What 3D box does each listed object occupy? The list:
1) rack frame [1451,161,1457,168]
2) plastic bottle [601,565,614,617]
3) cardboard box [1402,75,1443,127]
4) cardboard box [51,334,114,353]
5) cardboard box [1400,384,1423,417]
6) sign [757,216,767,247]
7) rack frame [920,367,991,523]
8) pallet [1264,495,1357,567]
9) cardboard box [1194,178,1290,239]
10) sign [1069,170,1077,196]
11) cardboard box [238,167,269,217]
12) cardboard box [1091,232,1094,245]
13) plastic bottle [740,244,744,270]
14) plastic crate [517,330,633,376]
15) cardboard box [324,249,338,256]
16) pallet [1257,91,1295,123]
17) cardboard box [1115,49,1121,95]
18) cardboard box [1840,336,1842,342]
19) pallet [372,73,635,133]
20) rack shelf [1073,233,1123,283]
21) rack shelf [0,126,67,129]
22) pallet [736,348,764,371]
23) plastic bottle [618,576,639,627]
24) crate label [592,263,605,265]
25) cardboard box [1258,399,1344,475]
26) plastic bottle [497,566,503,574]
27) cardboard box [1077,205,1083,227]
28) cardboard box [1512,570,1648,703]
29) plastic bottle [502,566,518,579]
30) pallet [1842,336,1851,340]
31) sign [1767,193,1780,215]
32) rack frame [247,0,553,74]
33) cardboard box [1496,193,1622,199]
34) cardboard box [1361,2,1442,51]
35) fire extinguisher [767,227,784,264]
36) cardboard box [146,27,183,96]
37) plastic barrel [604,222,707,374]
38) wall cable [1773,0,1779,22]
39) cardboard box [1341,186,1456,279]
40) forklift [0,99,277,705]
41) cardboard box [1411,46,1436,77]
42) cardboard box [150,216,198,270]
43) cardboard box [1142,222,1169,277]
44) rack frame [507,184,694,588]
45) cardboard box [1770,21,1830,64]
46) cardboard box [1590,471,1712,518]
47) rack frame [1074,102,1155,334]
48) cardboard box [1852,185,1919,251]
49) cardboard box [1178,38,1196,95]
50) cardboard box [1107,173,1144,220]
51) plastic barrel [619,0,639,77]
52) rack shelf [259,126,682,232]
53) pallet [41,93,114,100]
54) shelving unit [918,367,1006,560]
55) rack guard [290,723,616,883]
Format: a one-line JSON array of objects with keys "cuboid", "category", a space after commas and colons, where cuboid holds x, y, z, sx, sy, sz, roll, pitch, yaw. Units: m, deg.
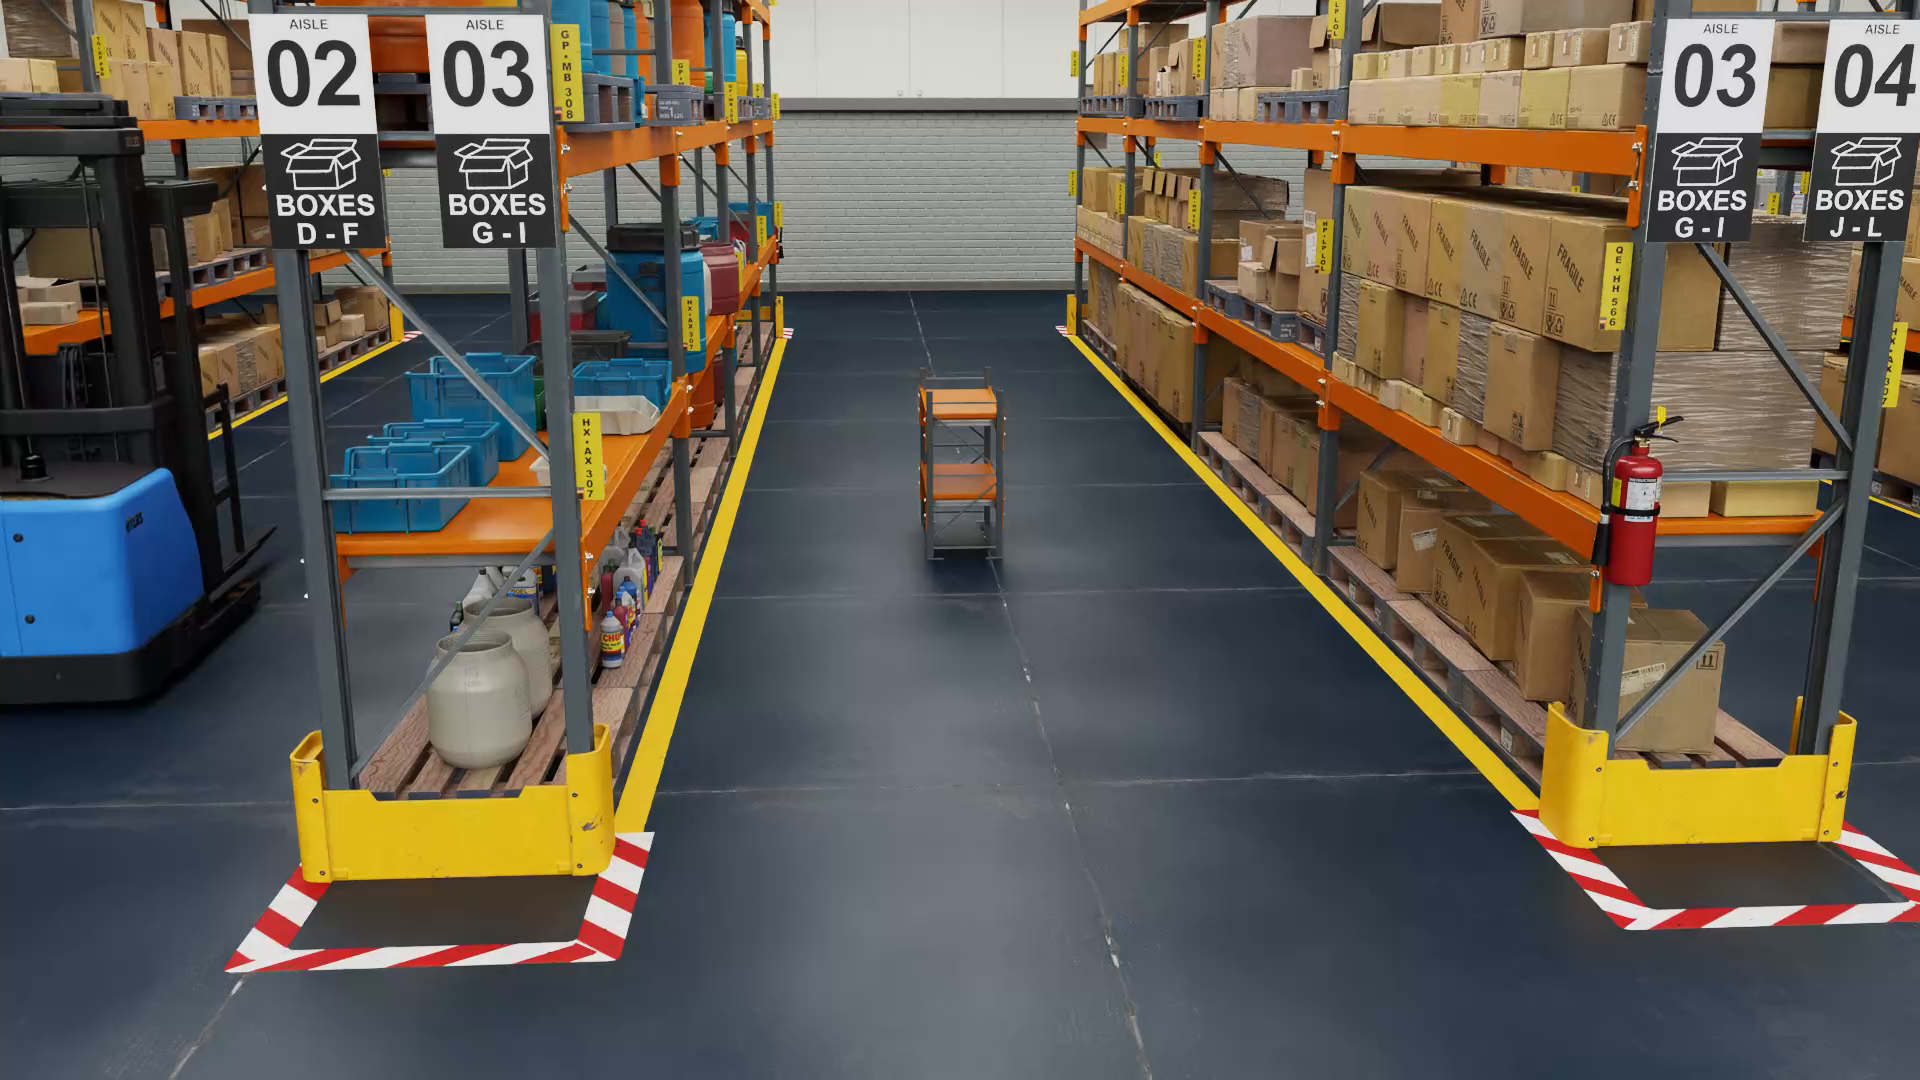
[{"cuboid": [6.987, -4.274, 22.116, 1.000, 3.000, 0.127, -1, 14, -3], "category": "rack frame"}, {"cuboid": [-1.910, 0.267, 9.037, 0.061, 0.283, 0.133, -1, 14, -3], "category": "plastic bottle"}, {"cuboid": [2.604, -2.247, 8.520, 0.500, 0.250, 0.500, -1, 15, -6], "category": "cardboard box"}, {"cuboid": [-7.661, -1.689, 14.700, 0.500, 0.250, 0.500, 0, 14, -1], "category": "cardboard box"}, {"cuboid": [2.589, -0.747, 8.916, 0.380, 0.149, 0.250, -1, 14, -3], "category": "cardboard box"}, {"cuboid": [-2.116, -3.293, 17.749, 0.100, 0.325, 0.005, -1, 14, -3], "category": "sign"}, {"cuboid": [-0.032, -0.673, 11.884, 0.500, 1.125, 0.032, -1, 14, -3], "category": "rack frame"}, {"cuboid": [2.724, -0.081, 11.417, 1.003, 0.211, 1.213, -1, 14, -3], "category": "pallet"}, {"cuboid": [2.497, -2.949, 14.754, 0.797, 0.503, 0.637, 0, 14, -2], "category": "cardboard box"}, {"cuboid": [1.476, -4.673, 21.771, 0.100, 0.325, 0.005, -1, 14, -3], "category": "sign"}, {"cuboid": [-7.358, -3.730, 17.795, 0.500, 0.500, 0.500, -1, 14, -2], "category": "cardboard box"}, {"cuboid": [1.805, -3.687, 20.342, 0.380, 0.149, 0.250, -1, 14, -4], "category": "cardboard box"}, {"cuboid": [-2.296, -2.907, 17.054, 0.152, 0.276, 0.135, -1, 14, -3], "category": "plastic bottle"}, {"cuboid": [-2.264, -0.999, 9.514, 0.767, 0.338, 0.504, -1, 14, -3], "category": "plastic crate"}, {"cuboid": [-7.433, -3.506, 18.934, 0.500, 0.500, 0.500, -1, 14, -4], "category": "cardboard box"}, {"cuboid": [2.775, -3.013, 11.572, 1.213, 0.211, 1.003, -1, 14, -3], "category": "pallet"}, {"cuboid": [2.141, -5.308, 18.872, 0.700, 0.500, 0.500, 0, 14, -1], "category": "cardboard box"}, {"cuboid": [7.682, -1.815, 15.230, 0.500, 0.250, 0.500, -2, 15, -6], "category": "cardboard box"}, {"cuboid": [-1.875, -1.735, 6.609, 1.003, 0.211, 1.213, -1, 14, -3], "category": "pallet"}, {"cuboid": [2.154, -3.376, 20.073, 1.077, 0.370, 4.000, -1, 14, -3], "category": "rack shelf"}, {"cuboid": [-7.238, -2.687, 11.375, 1.077, 0.370, 4.000, -1, 14, -3], "category": "rack shelf"}, {"cuboid": [-2.749, -1.983, 18.809, 1.003, 0.211, 1.213, -1, 14, -3], "category": "pallet"}, {"cuboid": [-1.763, 0.326, 8.834, 0.097, 0.271, 0.097, 0, 14, 0], "category": "plastic bottle"}, {"cuboid": [-2.626, -1.922, 12.905, 0.502, 0.435, 0.616, -1, 14, -3], "category": "crate label"}, {"cuboid": [2.677, -0.790, 12.711, 0.700, 0.500, 0.500, 0, 14, 1], "category": "cardboard box"}, {"cuboid": [-2.553, 0.237, 9.154, 0.061, 0.283, 0.133, 0, 14, -1], "category": "plastic bottle"}, {"cuboid": [1.791, -4.170, 21.418, 0.500, 0.250, 0.500, -1, 14, -5], "category": "cardboard box"}, {"cuboid": [2.929, 0.461, 7.890, 0.500, 0.500, 0.500, 3, 15, 11], "category": "cardboard box"}, {"cuboid": [-2.476, 0.237, 9.178, 0.097, 0.271, 0.097, 0, 14, 0], "category": "plastic bottle"}, {"cuboid": [12.049, -2.827, 22.090, 1.003, 0.211, 1.213, -1, 14, -3], "category": "pallet"}, {"cuboid": [6.942, -2.796, 14.207, 0.100, 0.325, 0.005, -1, 14, -3], "category": "sign"}, {"cuboid": [-1.922, -3.072, 5.406, 1.000, 3.000, 0.127, -1, 14, -3], "category": "rack frame"}, {"cuboid": [3.139, -1.558, 8.758, 0.500, 0.500, 0.500, -1, 14, -3], "category": "cardboard box"}, {"cuboid": [2.844, -3.062, 10.339, 0.797, 0.503, 0.637, -2, 15, -6], "category": "cardboard box"}, {"cuboid": [-2.469, -3.972, 21.848, 0.296, 0.674, 0.183, -1, 14, -3], "category": "fire extinguisher"}, {"cuboid": [-7.566, -4.370, 15.228, 0.600, 0.600, 0.600, -1, 15, -6], "category": "cardboard box"}, {"cuboid": [-1.891, -1.505, 10.349, 0.600, 0.901, 0.708, -1, 14, -3], "category": "plastic barrel"}, {"cuboid": [14.821, -8.754, 27.413, 2.988, 3.039, 0.133, -1, 14, -3], "category": "wall cable"}, {"cuboid": [2.548, -1.799, 9.693, 0.500, 0.500, 0.500, -1, 14, -3], "category": "cardboard box"}, {"cuboid": [-4.710, -0.924, 9.236, 1.130, 2.935, 3.031, -2, 15, -6], "category": "forklift"}, {"cuboid": [2.554, -2.464, 8.566, 0.380, 0.149, 0.250, -1, 14, -4], "category": "cardboard box"}, {"cuboid": [-7.379, -2.718, 15.025, 0.700, 0.500, 0.500, 2, 15, 7], "category": "cardboard box"}, {"cuboid": [2.120, -2.908, 16.608, 0.500, 0.500, 0.500, -1, 14, -5], "category": "cardboard box"}, {"cuboid": [-2.170, -1.161, 10.020, 1.000, 3.000, 0.127, -1, 14, -3], "category": "rack frame"}, {"cuboid": [3.235, -1.888, 6.326, 0.380, 0.149, 0.250, -1, 14, -4], "category": "cardboard box"}, {"cuboid": [2.798, -0.189, 6.745, 0.380, 0.149, 0.250, -1, 14, -3], "category": "cardboard box"}, {"cuboid": [2.030, -4.222, 21.916, 1.000, 3.000, 0.127, -1, 14, -3], "category": "rack frame"}, {"cuboid": [7.533, -2.579, 13.323, 0.700, 0.500, 0.500, -1, 14, -4], "category": "cardboard box"}, {"cuboid": [2.275, -4.301, 15.159, 0.500, 0.500, 0.500, 0, 14, 0], "category": "cardboard box"}, {"cuboid": [1.956, -3.897, 18.851, 0.500, 0.500, 0.500, -1, 14, -3], "category": "cardboard box"}, {"cuboid": [-2.499, -3.305, 11.327, 0.600, 0.901, 0.708, -1, 14, -3], "category": "plastic barrel"}, {"cuboid": [-2.046, -1.768, 7.803, 1.077, 0.370, 4.000, -1, 14, -3], "category": "rack shelf"}, {"cuboid": [-7.230, -3.274, 12.592, 1.213, 0.211, 1.003, 0, 14, -1], "category": "pallet"}, {"cuboid": [0.000, -0.546, 11.393, 0.538, 1.125, 1.048, -1, 14, -3], "category": "shelving unit"}, {"cuboid": [-1.973, 1.026, 6.536, 1.175, 0.500, 0.348, -1, 14, -3], "category": "rack guard"}]
